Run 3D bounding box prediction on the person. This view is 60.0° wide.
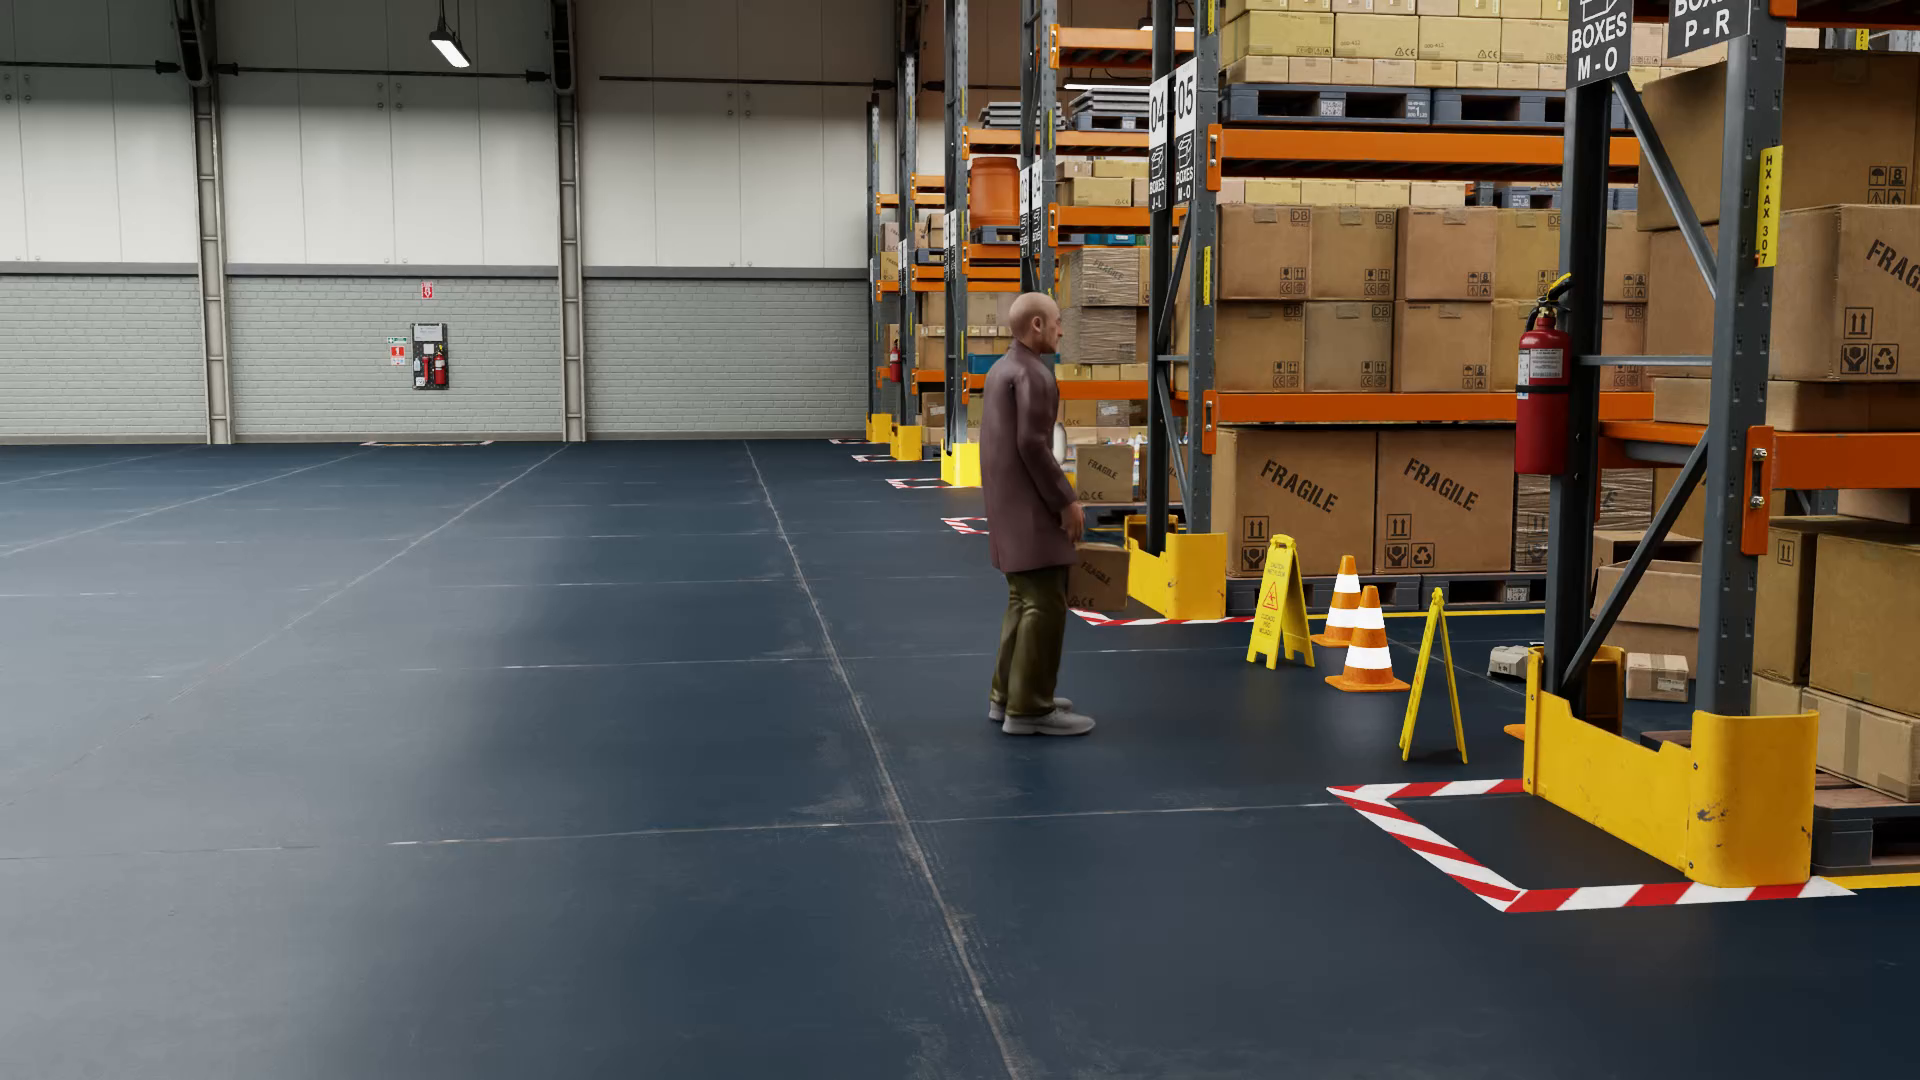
[{"bbox_3d":[0.298,-0.118,6.817,0.424,1.779,0.587,-1,6,-10],"label":"person"}]
